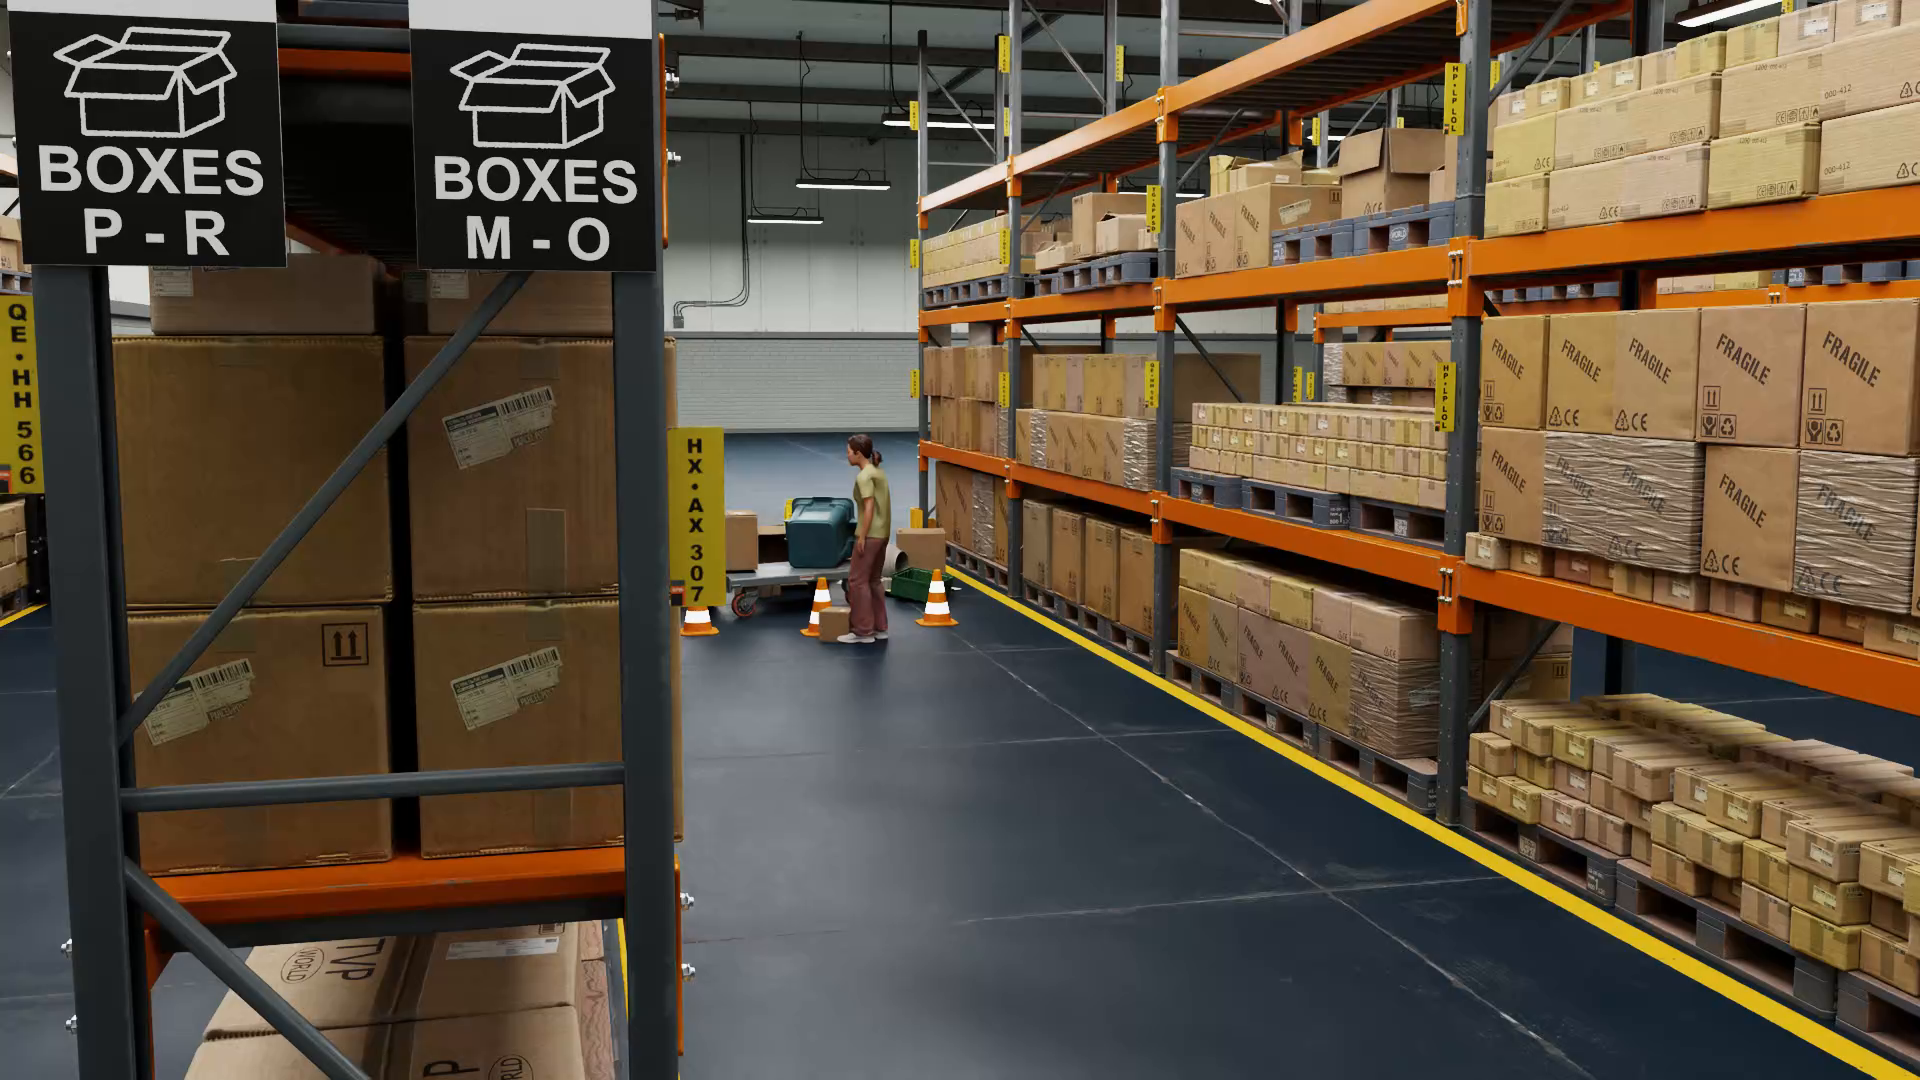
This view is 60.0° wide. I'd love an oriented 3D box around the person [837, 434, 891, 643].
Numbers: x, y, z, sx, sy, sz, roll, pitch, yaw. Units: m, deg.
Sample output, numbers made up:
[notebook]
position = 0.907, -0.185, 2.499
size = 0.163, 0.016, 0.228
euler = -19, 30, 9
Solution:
[person]
position = -0.766, -0.015, 13.289
size = 0.416, 1.671, 0.509
euler = 1, 6, 12
